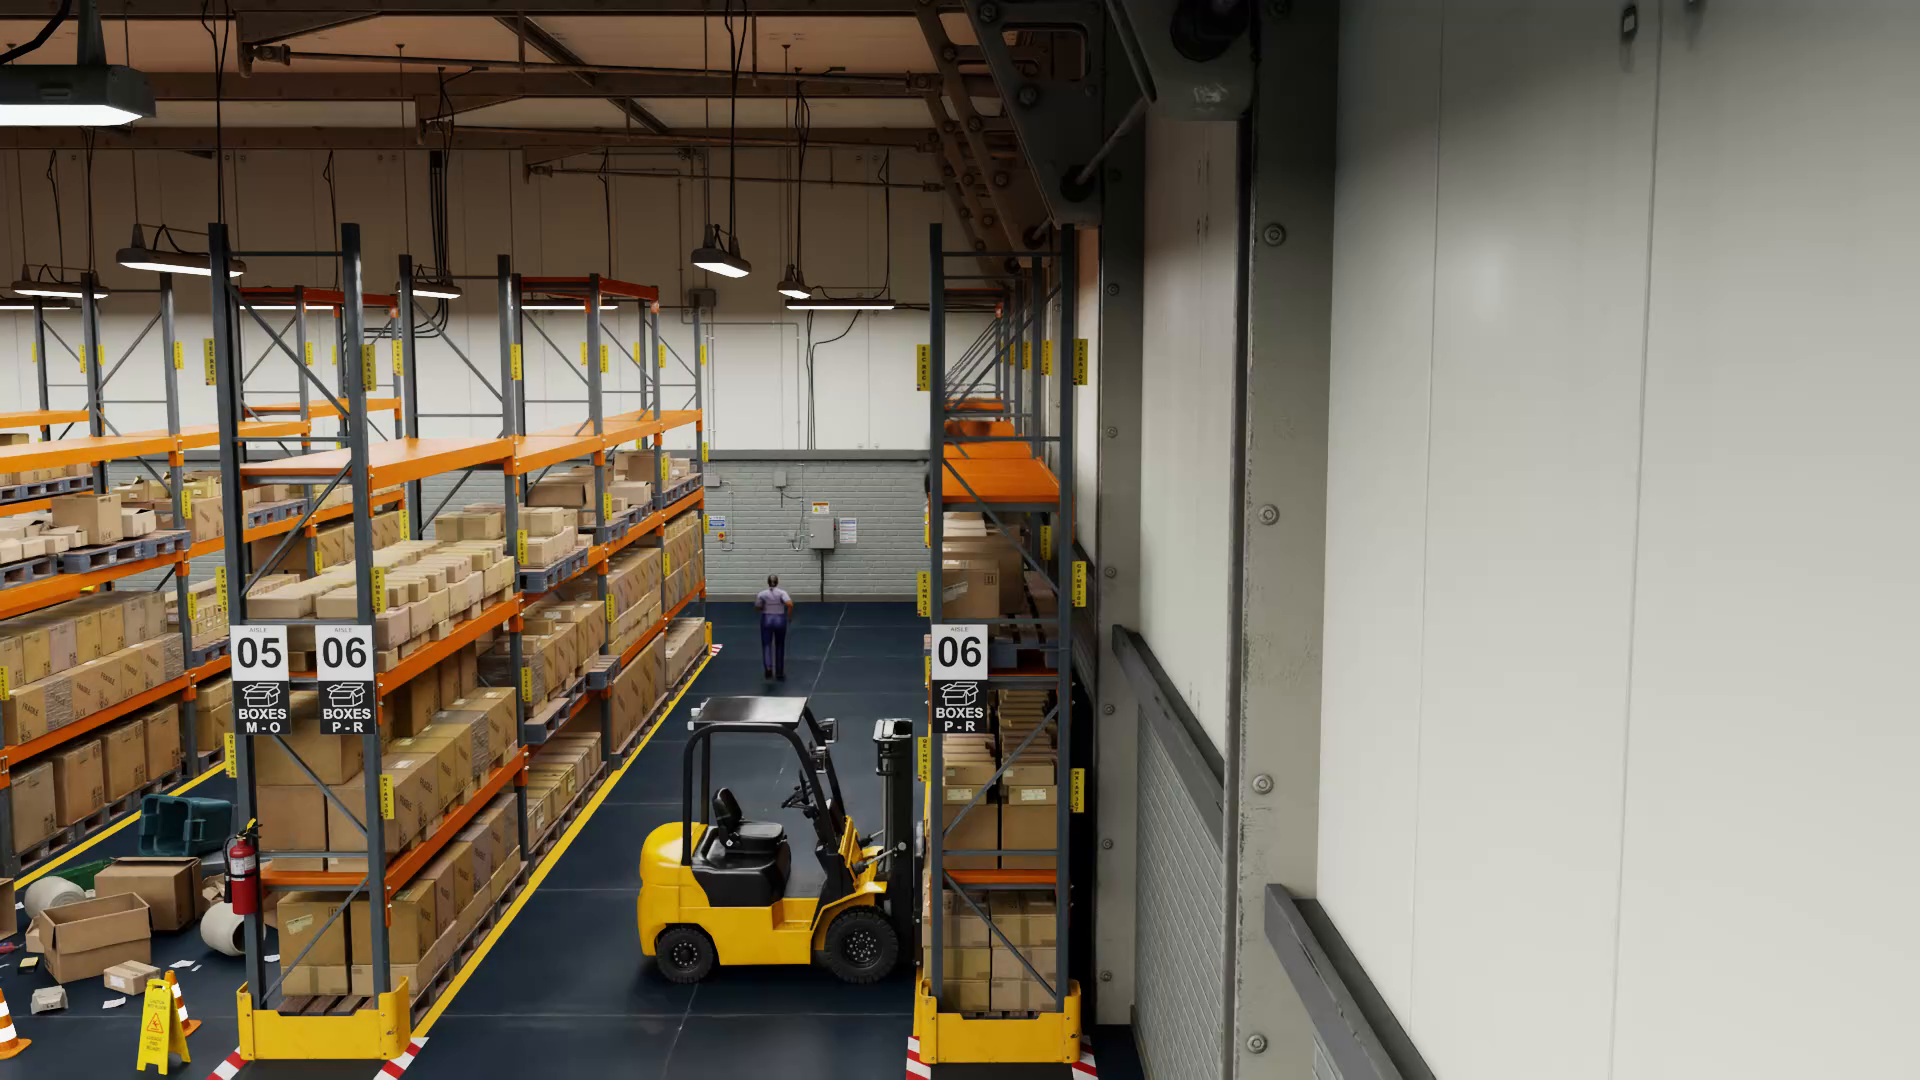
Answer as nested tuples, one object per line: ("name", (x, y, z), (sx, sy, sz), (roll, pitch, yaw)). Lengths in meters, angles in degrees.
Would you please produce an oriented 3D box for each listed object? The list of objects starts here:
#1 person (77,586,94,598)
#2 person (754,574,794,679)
("person", (-12.836, 1.467, 24.484), (0.689, 1.710, 0.627), (-1, 7, -6))
("person", (-2.882, 1.343, 25.725), (0.603, 1.625, 0.940), (-1, 7, -8))
